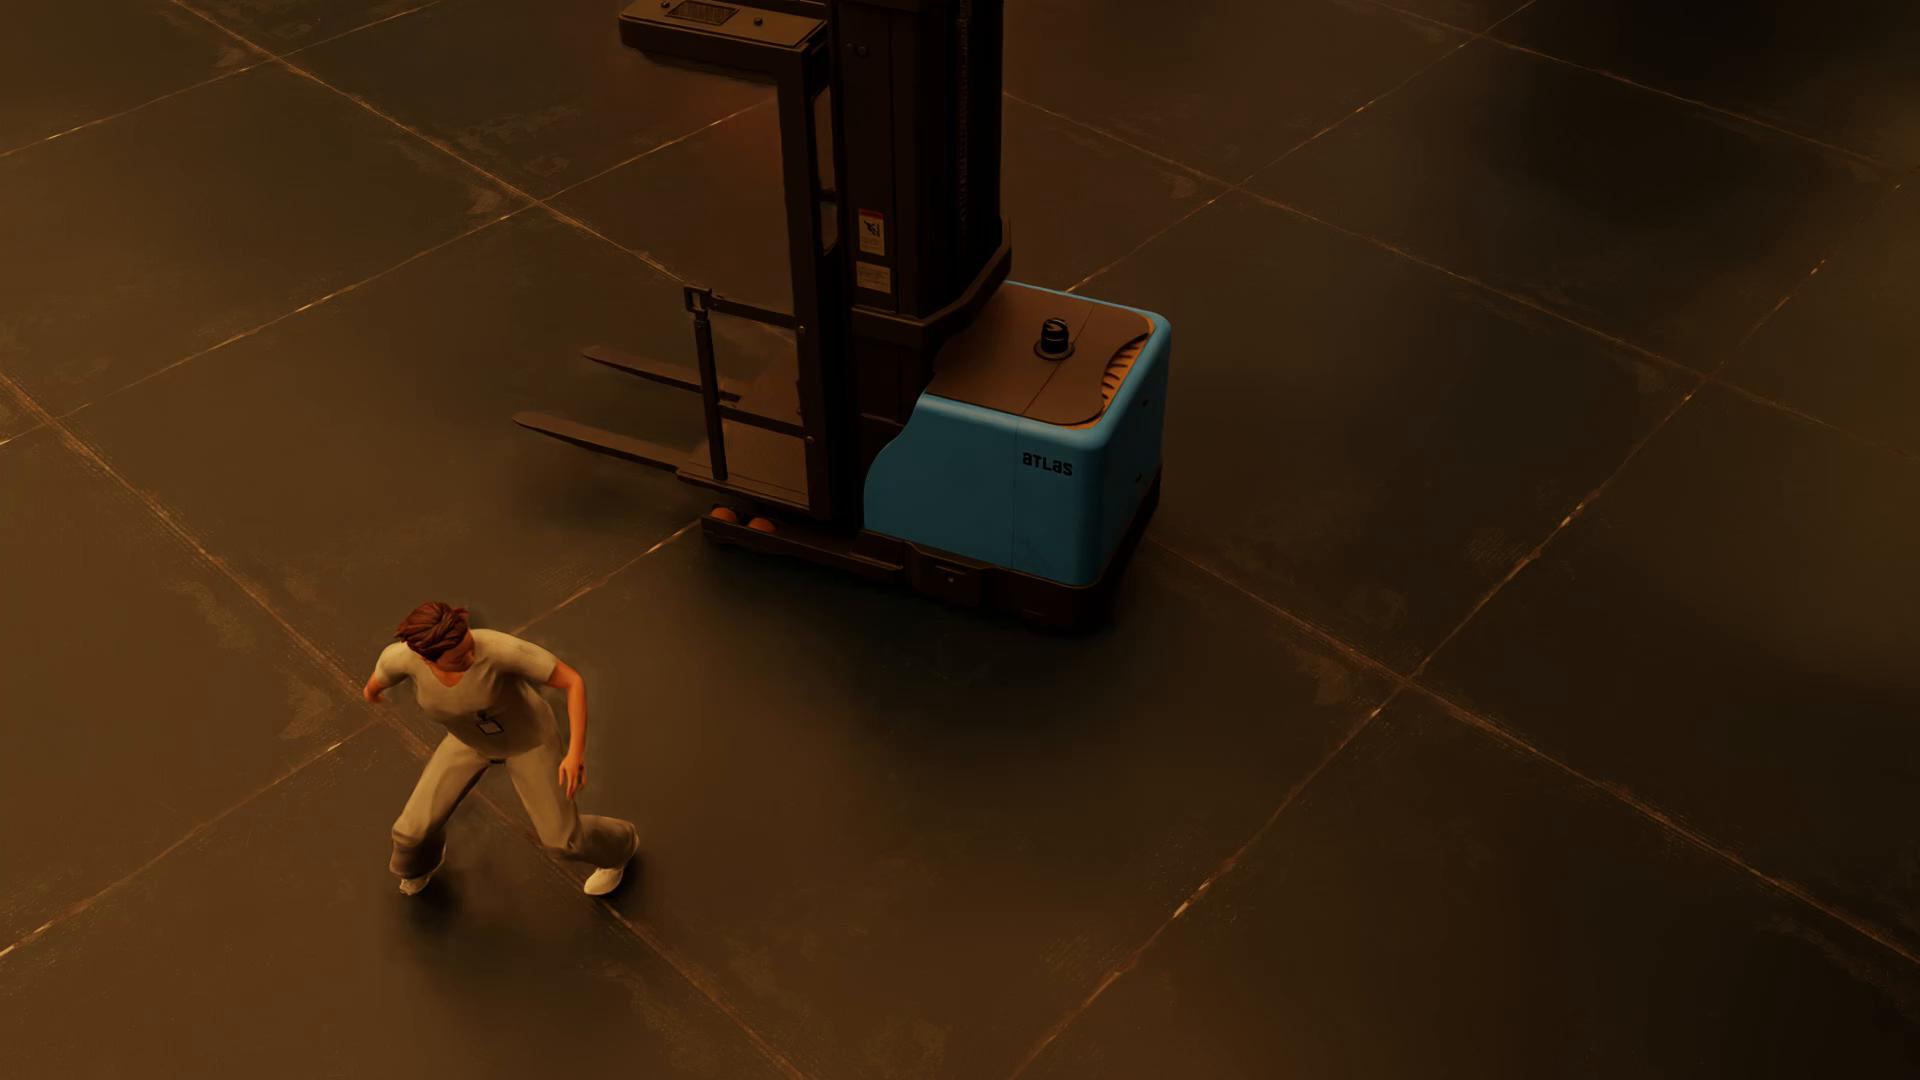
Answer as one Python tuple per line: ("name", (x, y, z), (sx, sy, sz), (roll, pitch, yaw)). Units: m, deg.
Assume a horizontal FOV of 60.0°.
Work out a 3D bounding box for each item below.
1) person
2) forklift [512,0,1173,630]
("person", (-1.658, 0.748, 5.722), (0.942, 1.611, 0.532), (5, 41, 6))
("forklift", (-0.637, -1.347, 6.999), (3.031, 2.935, 1.130), (15, 43, 17))
